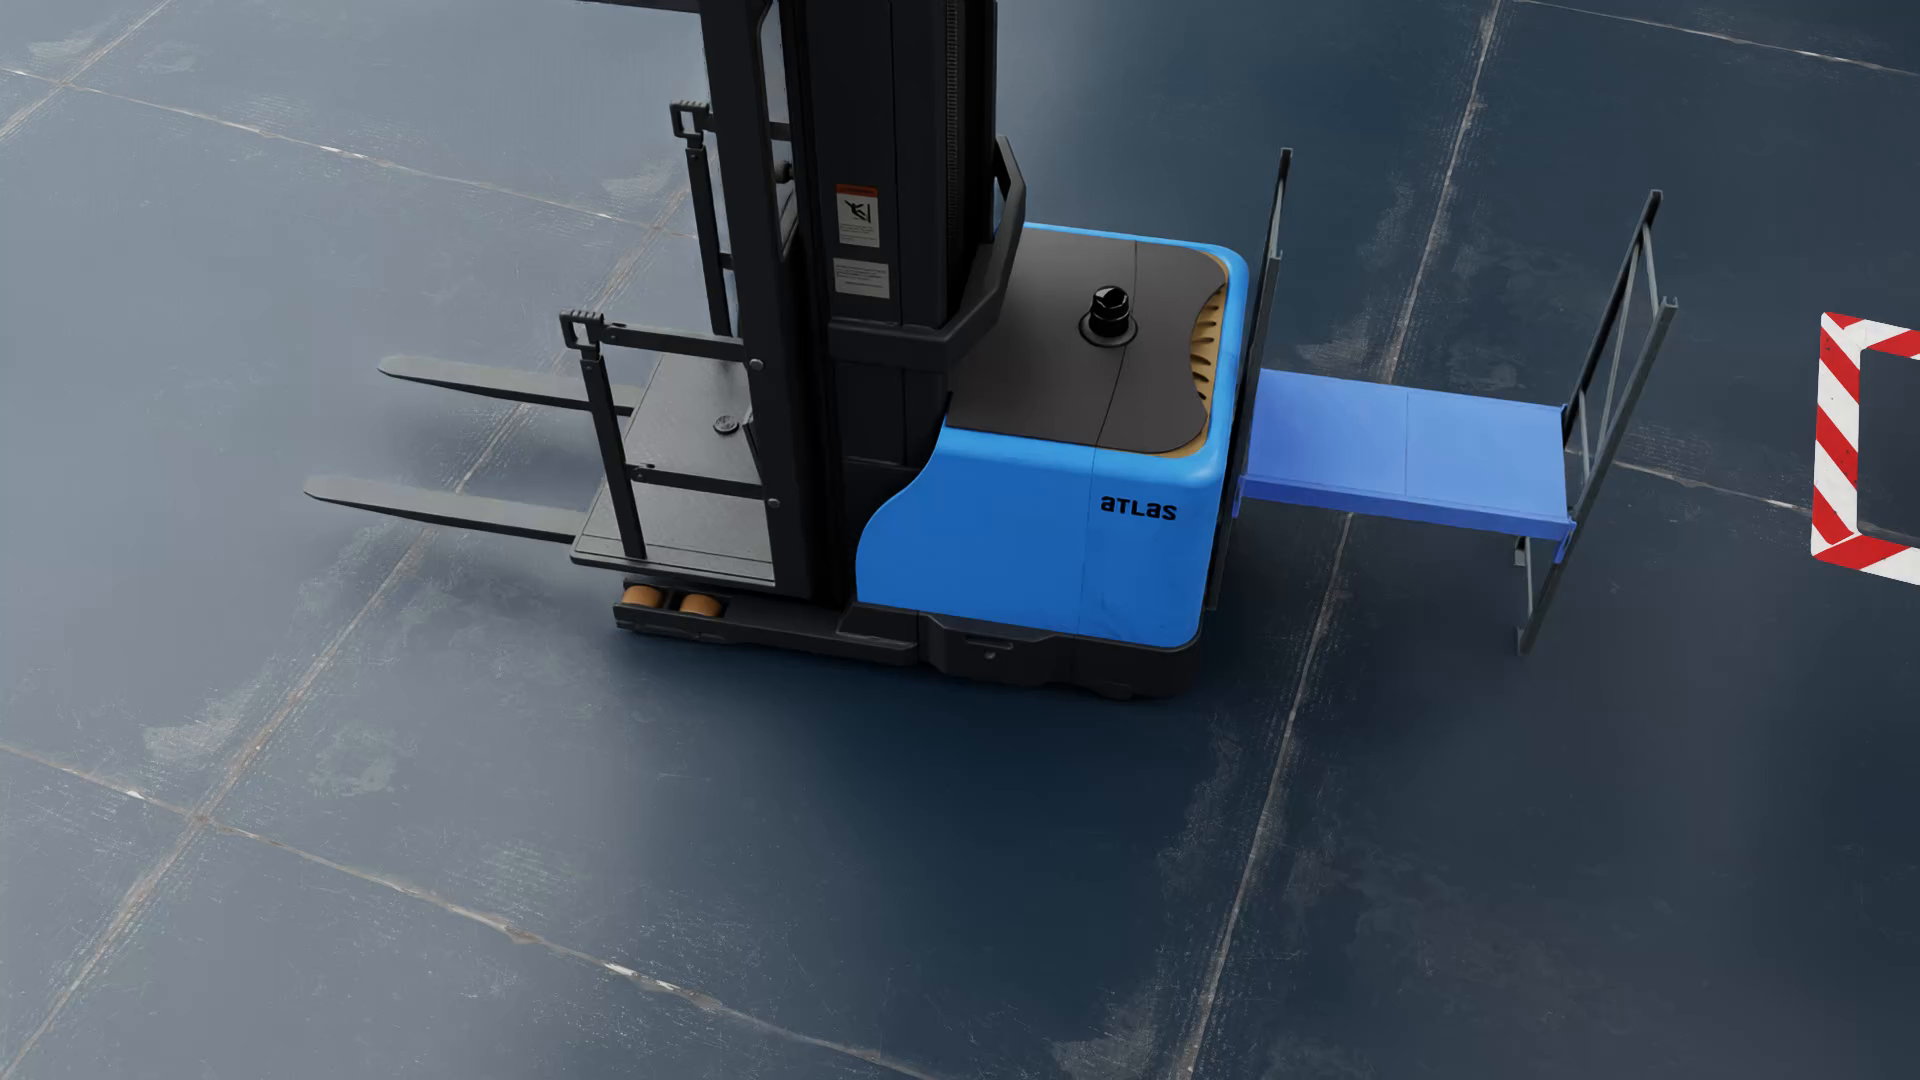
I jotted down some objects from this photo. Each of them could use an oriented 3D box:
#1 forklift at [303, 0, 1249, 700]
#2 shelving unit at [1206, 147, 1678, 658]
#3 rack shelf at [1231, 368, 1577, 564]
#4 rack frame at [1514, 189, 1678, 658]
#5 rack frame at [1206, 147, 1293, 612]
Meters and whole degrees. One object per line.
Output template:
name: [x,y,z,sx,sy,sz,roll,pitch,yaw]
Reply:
forklift: [-0.667,-1.009,4.685,3.031,2.935,1.130,8,50,7]
shelving unit: [1.383,-0.367,5.076,1.048,1.500,0.538,8,50,7]
rack shelf: [1.383,-0.250,5.212,1.000,0.185,0.538,8,50,7]
rack frame: [1.882,-0.295,5.013,0.032,1.500,0.500,8,50,7]
rack frame: [0.884,-0.440,5.139,0.032,1.500,0.500,8,50,7]
